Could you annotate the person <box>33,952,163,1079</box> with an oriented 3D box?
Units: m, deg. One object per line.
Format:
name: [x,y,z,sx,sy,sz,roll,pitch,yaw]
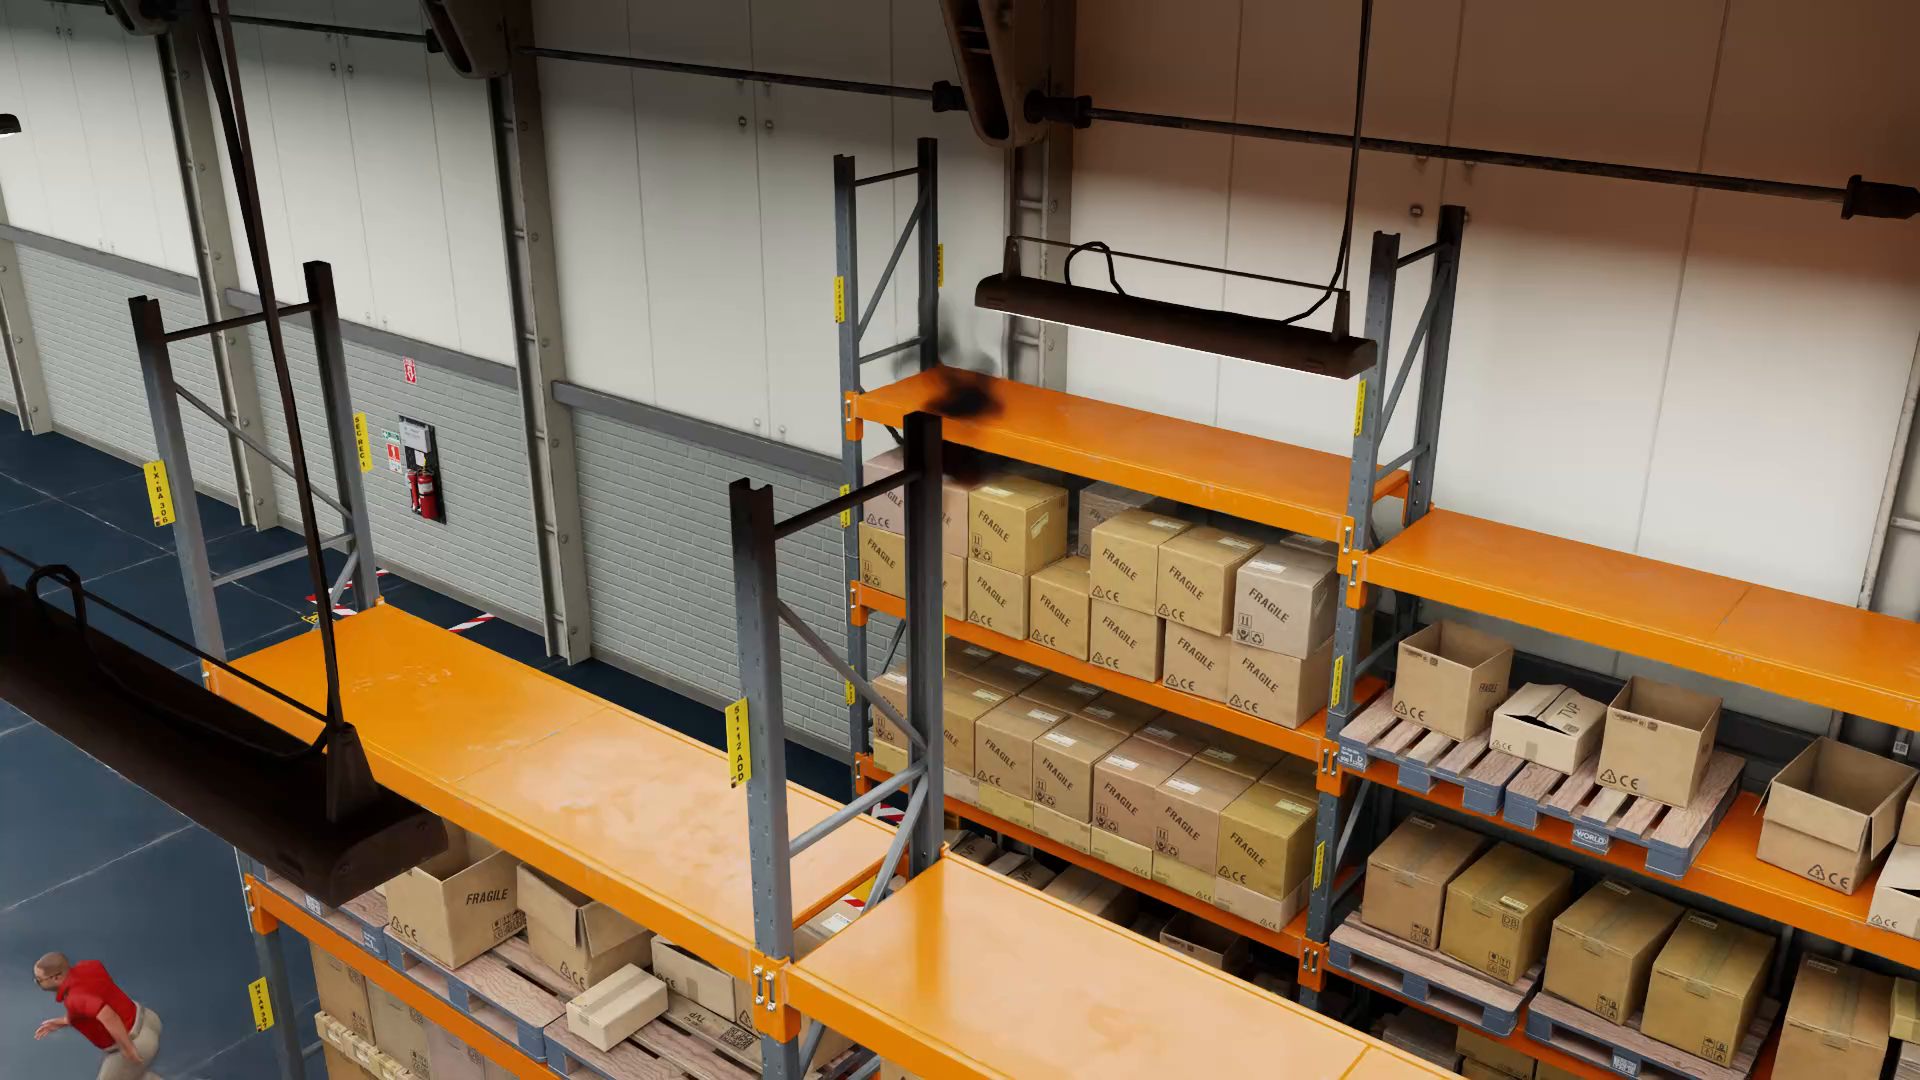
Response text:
person: [-5.498,3.304,10.731,0.820,1.567,0.687,-8,24,-18]
